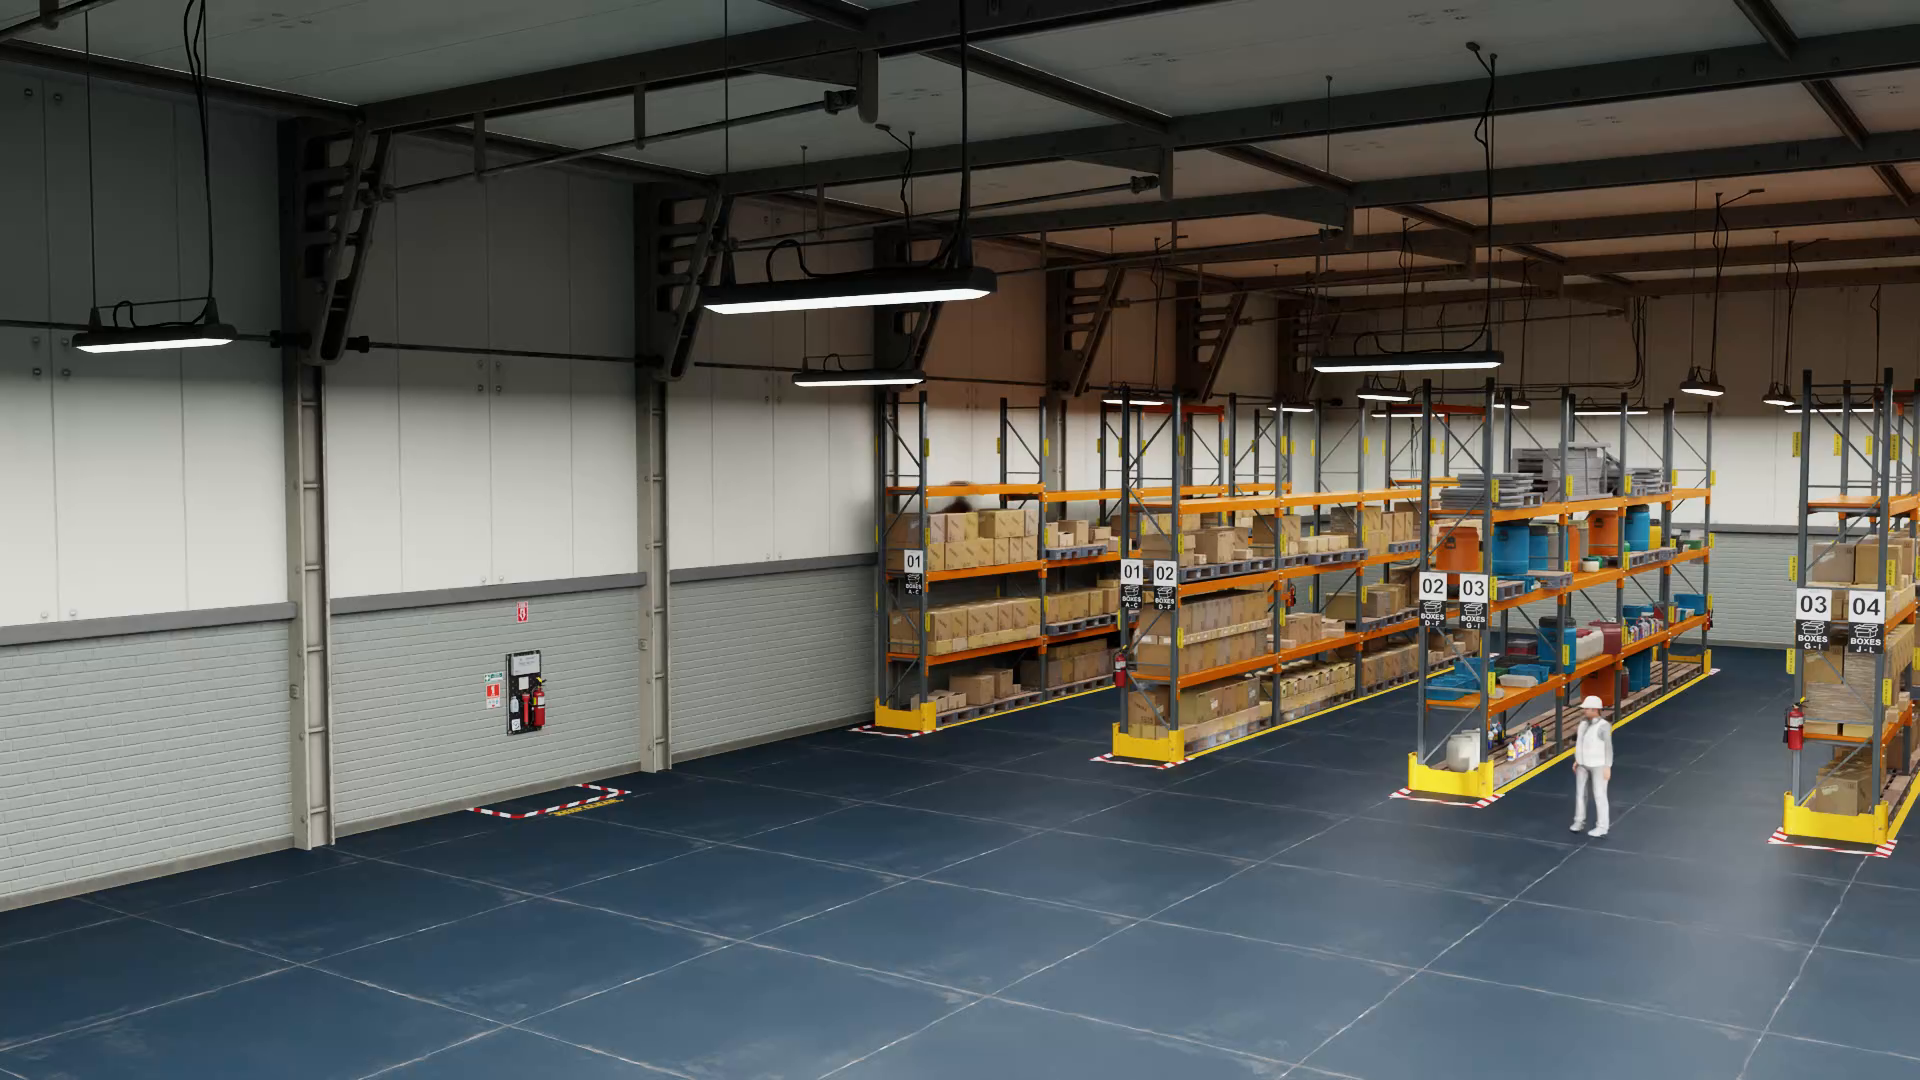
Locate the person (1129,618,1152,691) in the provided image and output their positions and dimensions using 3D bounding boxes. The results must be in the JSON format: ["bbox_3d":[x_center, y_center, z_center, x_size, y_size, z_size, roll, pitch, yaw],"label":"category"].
[{"bbox_3d":[3.732,2.320,33.772,0.577,1.623,0.940,2,4,38],"label":"person"}]

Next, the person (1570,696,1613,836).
[{"bbox_3d":[8.178,2.909,21.567,0.425,1.777,0.579,-1,3,-25],"label":"person"}]
